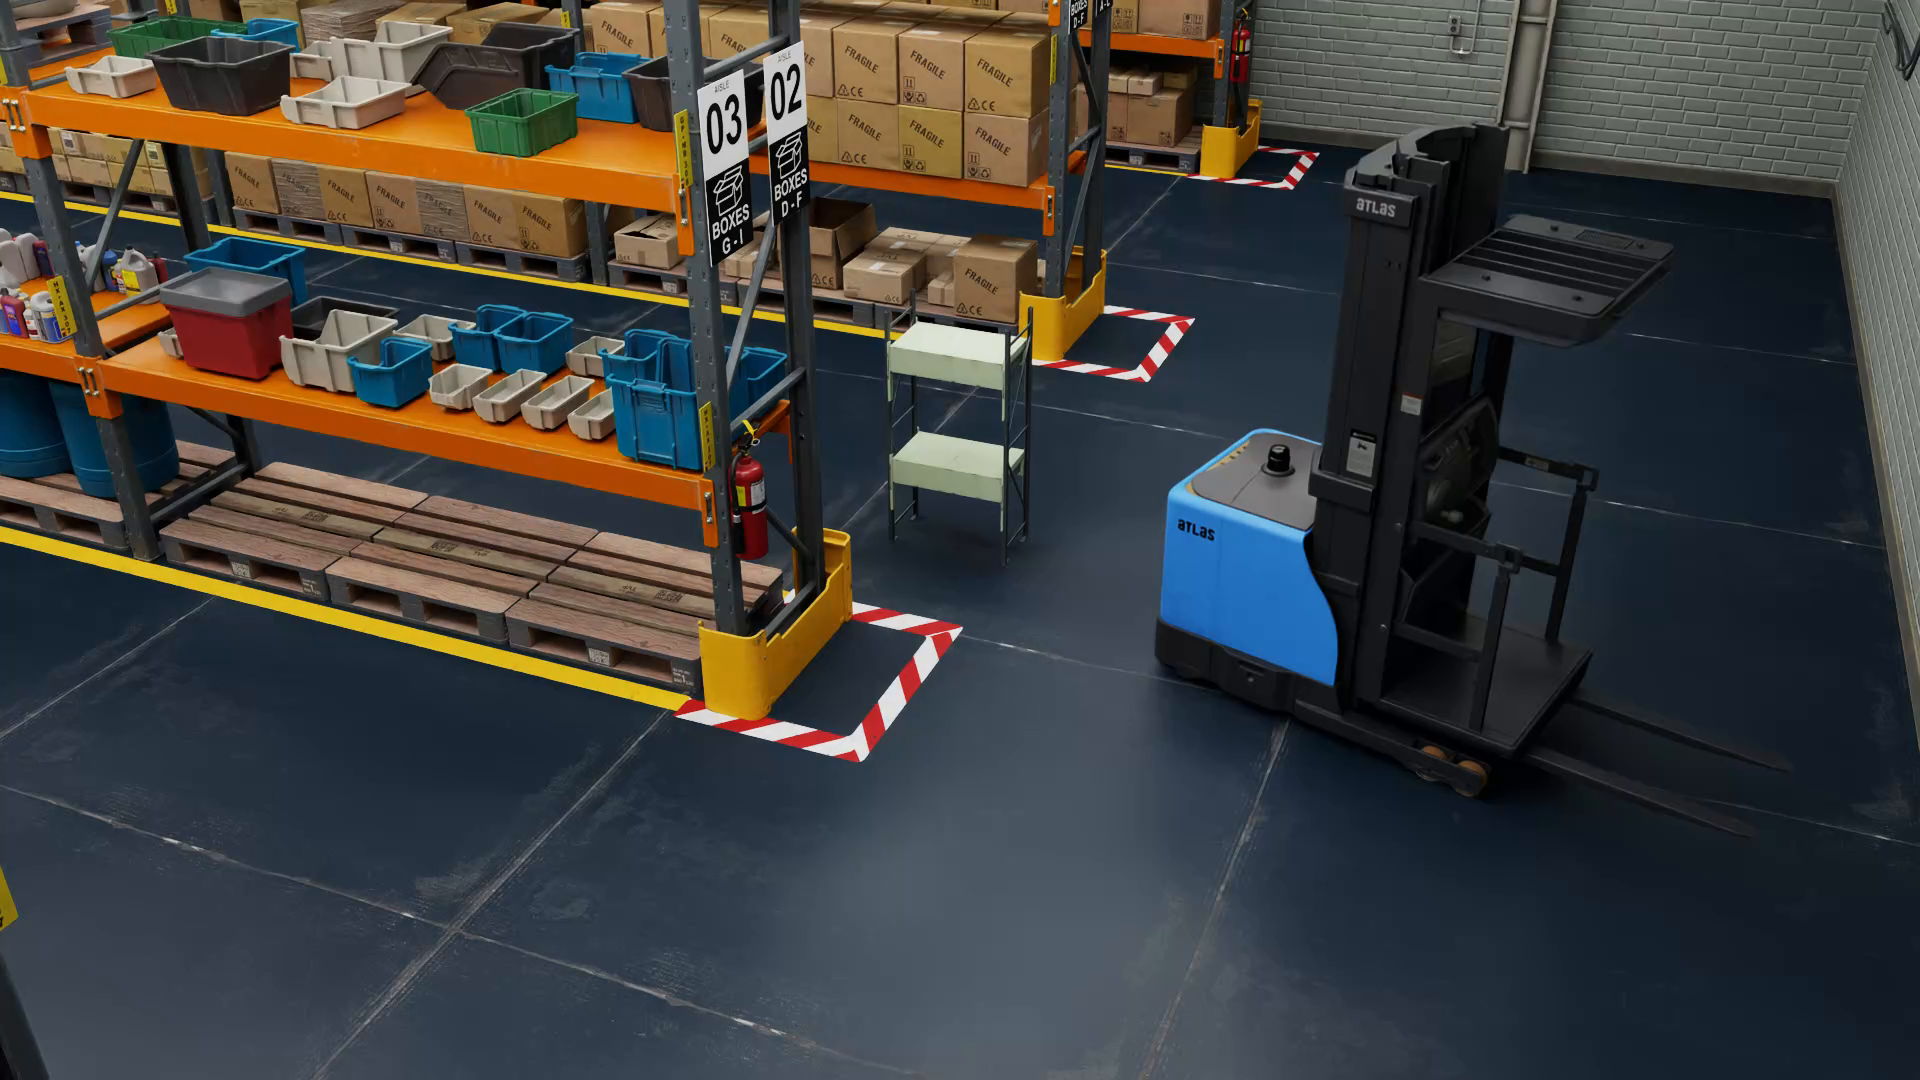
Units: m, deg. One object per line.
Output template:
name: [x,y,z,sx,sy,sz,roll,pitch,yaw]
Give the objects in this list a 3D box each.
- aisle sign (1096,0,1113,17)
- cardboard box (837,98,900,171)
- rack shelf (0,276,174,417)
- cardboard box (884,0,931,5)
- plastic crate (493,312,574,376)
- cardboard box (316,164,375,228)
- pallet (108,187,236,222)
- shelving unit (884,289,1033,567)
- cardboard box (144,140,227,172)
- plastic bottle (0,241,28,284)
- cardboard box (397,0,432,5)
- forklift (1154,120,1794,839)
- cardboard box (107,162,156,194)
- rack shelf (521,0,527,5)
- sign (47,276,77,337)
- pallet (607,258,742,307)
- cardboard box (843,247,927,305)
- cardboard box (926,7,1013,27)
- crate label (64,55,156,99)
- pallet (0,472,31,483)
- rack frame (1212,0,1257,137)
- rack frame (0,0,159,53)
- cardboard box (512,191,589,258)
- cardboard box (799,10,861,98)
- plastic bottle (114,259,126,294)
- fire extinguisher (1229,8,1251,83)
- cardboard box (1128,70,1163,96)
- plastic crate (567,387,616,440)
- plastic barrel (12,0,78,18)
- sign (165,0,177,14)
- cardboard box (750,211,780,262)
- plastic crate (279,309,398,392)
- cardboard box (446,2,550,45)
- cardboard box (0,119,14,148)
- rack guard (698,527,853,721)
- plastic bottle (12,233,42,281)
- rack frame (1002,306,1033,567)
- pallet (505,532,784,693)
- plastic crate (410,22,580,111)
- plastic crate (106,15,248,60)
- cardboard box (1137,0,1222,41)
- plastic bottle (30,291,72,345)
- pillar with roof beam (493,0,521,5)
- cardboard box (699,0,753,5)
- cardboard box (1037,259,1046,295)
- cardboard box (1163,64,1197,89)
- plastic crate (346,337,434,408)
aisle sign: [1.047,-4.176,11.860,0.004,0.787,0.394,11,31,19]
cardboard box: [-0.586,-3.115,12.522,0.500,0.500,0.500,12,31,20]
rack shelf: [-6.552,-1.462,10.431,4.000,0.370,1.077,11,31,19]
cardboard box: [-0.477,-5.946,17.327,0.700,0.700,0.980,12,32,20]
plastic crate: [-2.317,-1.058,9.094,0.300,0.233,0.416,11,31,19]
cardboard box: [-5.275,-3.103,14.696,0.500,0.500,0.500,11,31,18]
pallet: [-7.287,-3.360,15.891,1.213,0.211,1.003,11,31,19]
shelving unit: [-0.006,-0.654,9.794,0.755,1.500,0.431,11,31,19]
cardboard box: [-7.117,-3.618,15.312,0.500,0.311,0.500,12,32,20]
plastic bottle: [-5.899,-1.713,10.269,0.135,0.276,0.152,11,31,19]
cardboard box: [-6.350,-6.429,19.818,0.500,0.250,0.500,11,31,19]
forklift: [2.522,-0.343,7.789,3.031,2.935,1.130,21,35,32]
cardboard box: [-7.597,-3.469,15.618,0.500,0.250,0.500,11,31,19]
rack shelf: [-6.534,-6.720,19.732,4.000,0.370,1.077,11,31,19]
sign: [-4.907,-1.276,9.088,0.005,0.325,0.100,11,31,19]
pallet: [-2.197,-2.322,14.055,1.213,0.211,1.003,11,31,19]
cardboard box: [-0.592,-2.096,13.168,0.500,0.250,0.500,11,31,19]
cardboard box: [0.074,-3.698,12.537,0.500,0.500,0.500,12,31,20]
crate label: [-4.354,-2.374,8.533,0.466,0.136,0.293,11,31,19]
pallet: [-6.532,-0.578,10.970,1.213,0.211,1.003,11,31,19]
rack frame: [2.733,-5.183,16.282,0.127,3.000,1.000,11,31,19]
rack frame: [-4.699,-4.017,8.123,0.127,3.000,1.000,11,31,19]
cardboard box: [-3.398,-2.727,14.031,0.500,0.500,0.500,11,31,19]
cardboard box: [-1.069,-3.641,12.437,0.500,0.500,0.500,12,32,21]
plastic bottle: [-5.115,-1.619,10.179,0.097,0.201,0.097,0,29,0]
fire extinguisher: [2.699,-4.748,15.971,0.183,0.674,0.296,11,31,19]
cardboard box: [1.859,-4.584,16.678,0.250,0.149,0.380,11,31,19]
plastic crate: [-1.816,-0.645,8.461,0.243,0.136,0.396,11,31,19]
plastic barrel: [-5.092,-3.165,9.099,0.433,0.535,0.433,0,29,0]
sign: [-6.745,-4.654,14.170,0.005,0.325,0.100,11,31,19]
cardboard box: [-1.503,-2.570,13.944,0.500,0.311,0.500,11,31,19]
plastic crate: [-3.353,-1.014,8.966,0.530,0.282,0.437,11,31,19]
cardboard box: [-3.849,-4.178,13.976,0.500,0.500,0.700,17,33,27]
cardboard box: [-9.015,-3.993,15.975,0.500,0.311,0.500,10,31,17]
rack guard: [-0.965,0.421,8.908,0.348,0.500,1.175,11,31,19]
plastic bottle: [-5.842,-1.782,10.392,0.135,0.276,0.152,11,31,19]
rack frame: [0.333,-0.586,9.675,0.023,1.500,0.400,11,31,19]
pallet: [-1.742,0.378,9.278,1.213,0.211,1.003,11,31,19]
plastic crate: [-2.304,-2.352,8.289,0.767,0.338,0.504,11,31,19]
plastic crate: [-4.192,-2.679,9.019,0.662,0.188,0.450,11,31,19]
cardboard box: [2.256,-5.403,16.367,0.700,0.700,0.980,13,32,21]
plastic bottle: [-5.185,-1.277,9.498,0.135,0.276,0.152,11,31,19]
pillar with roof beam: [-7.178,-7.946,15.075,0.400,9.000,9.100,11,31,19]
cardboard box: [-1.791,-4.073,13.201,0.500,0.500,0.500,11,31,18]
cardboard box: [0.615,-2.108,13.293,0.250,0.149,0.380,11,31,19]
cardboard box: [2.238,-4.712,16.903,0.250,0.149,0.380,12,31,19]
plastic crate: [-2.991,-0.882,8.782,0.300,0.233,0.416,11,31,19]
